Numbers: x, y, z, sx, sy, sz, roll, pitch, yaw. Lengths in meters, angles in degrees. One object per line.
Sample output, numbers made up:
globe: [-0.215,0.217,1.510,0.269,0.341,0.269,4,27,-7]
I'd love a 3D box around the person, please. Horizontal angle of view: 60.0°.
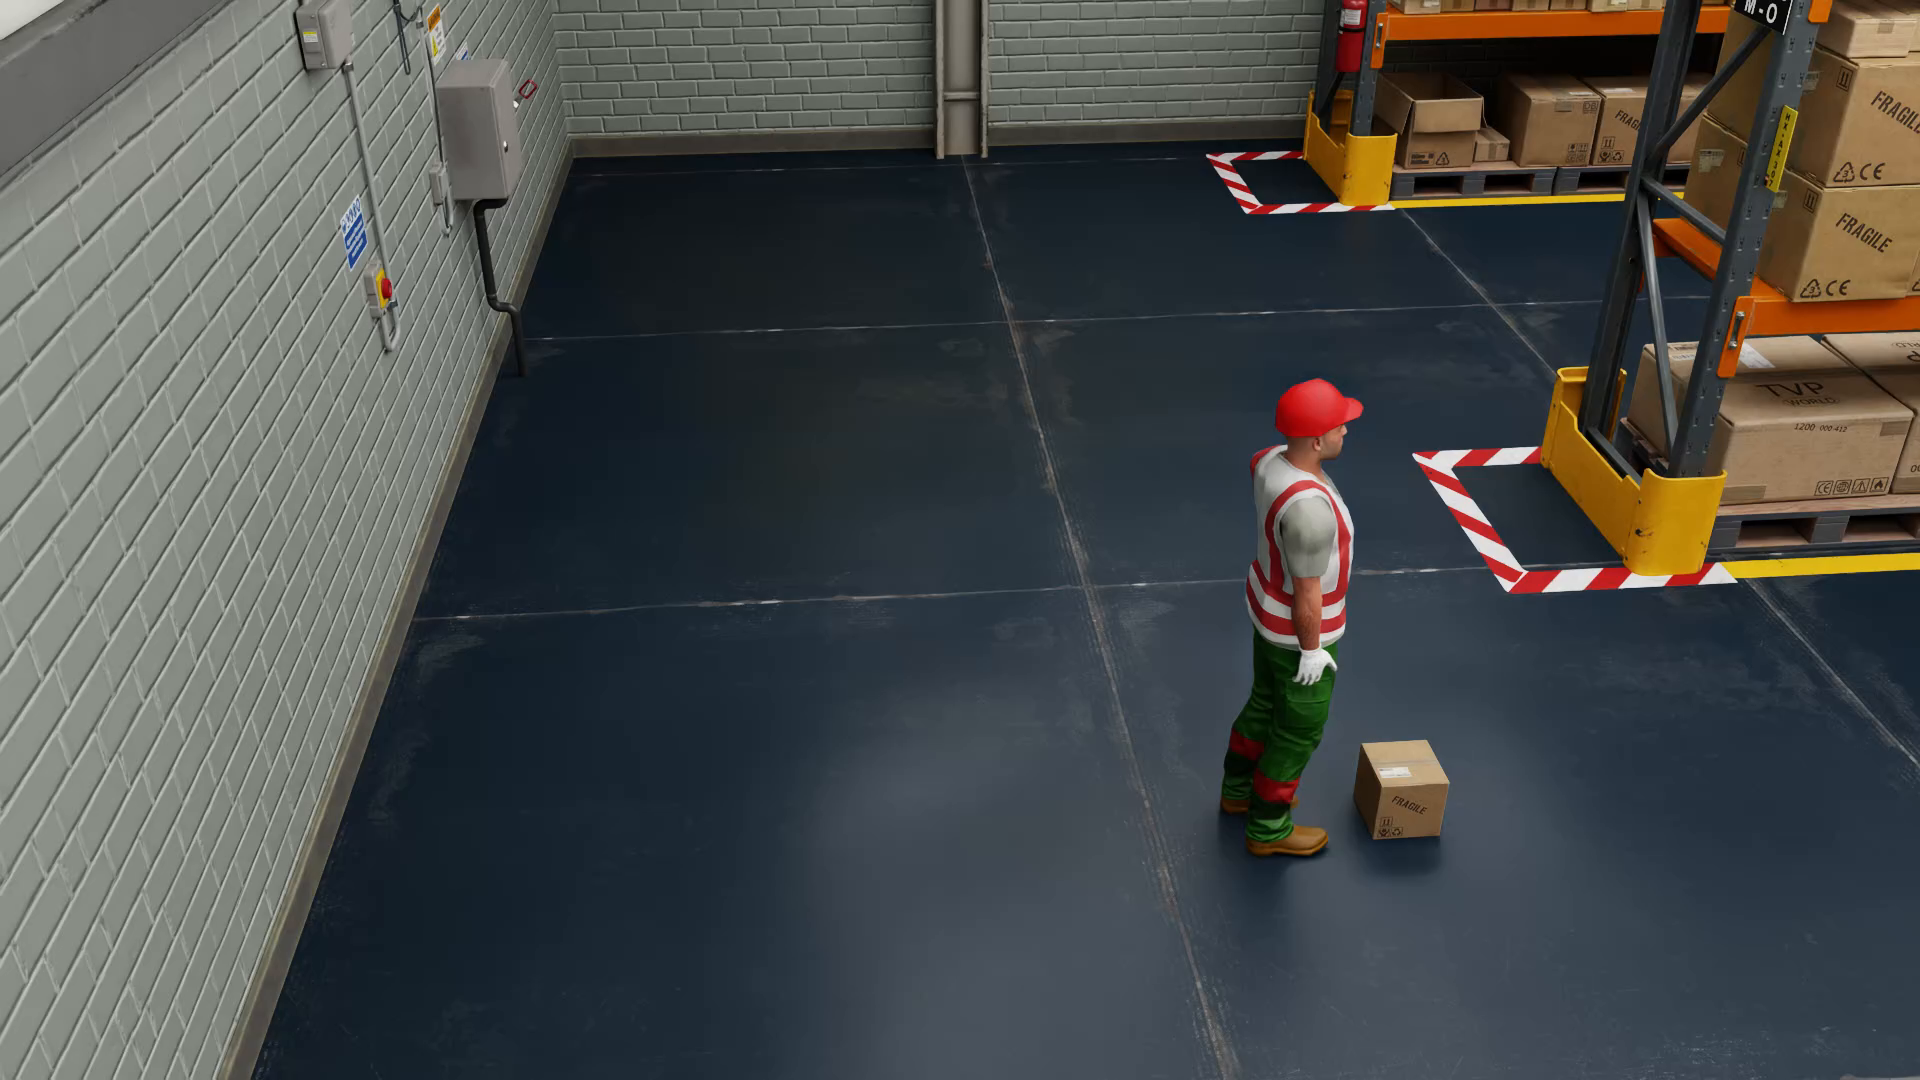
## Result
person: [1.142,0.279,5.658,0.354,1.803,0.523,-2,31,-3]
